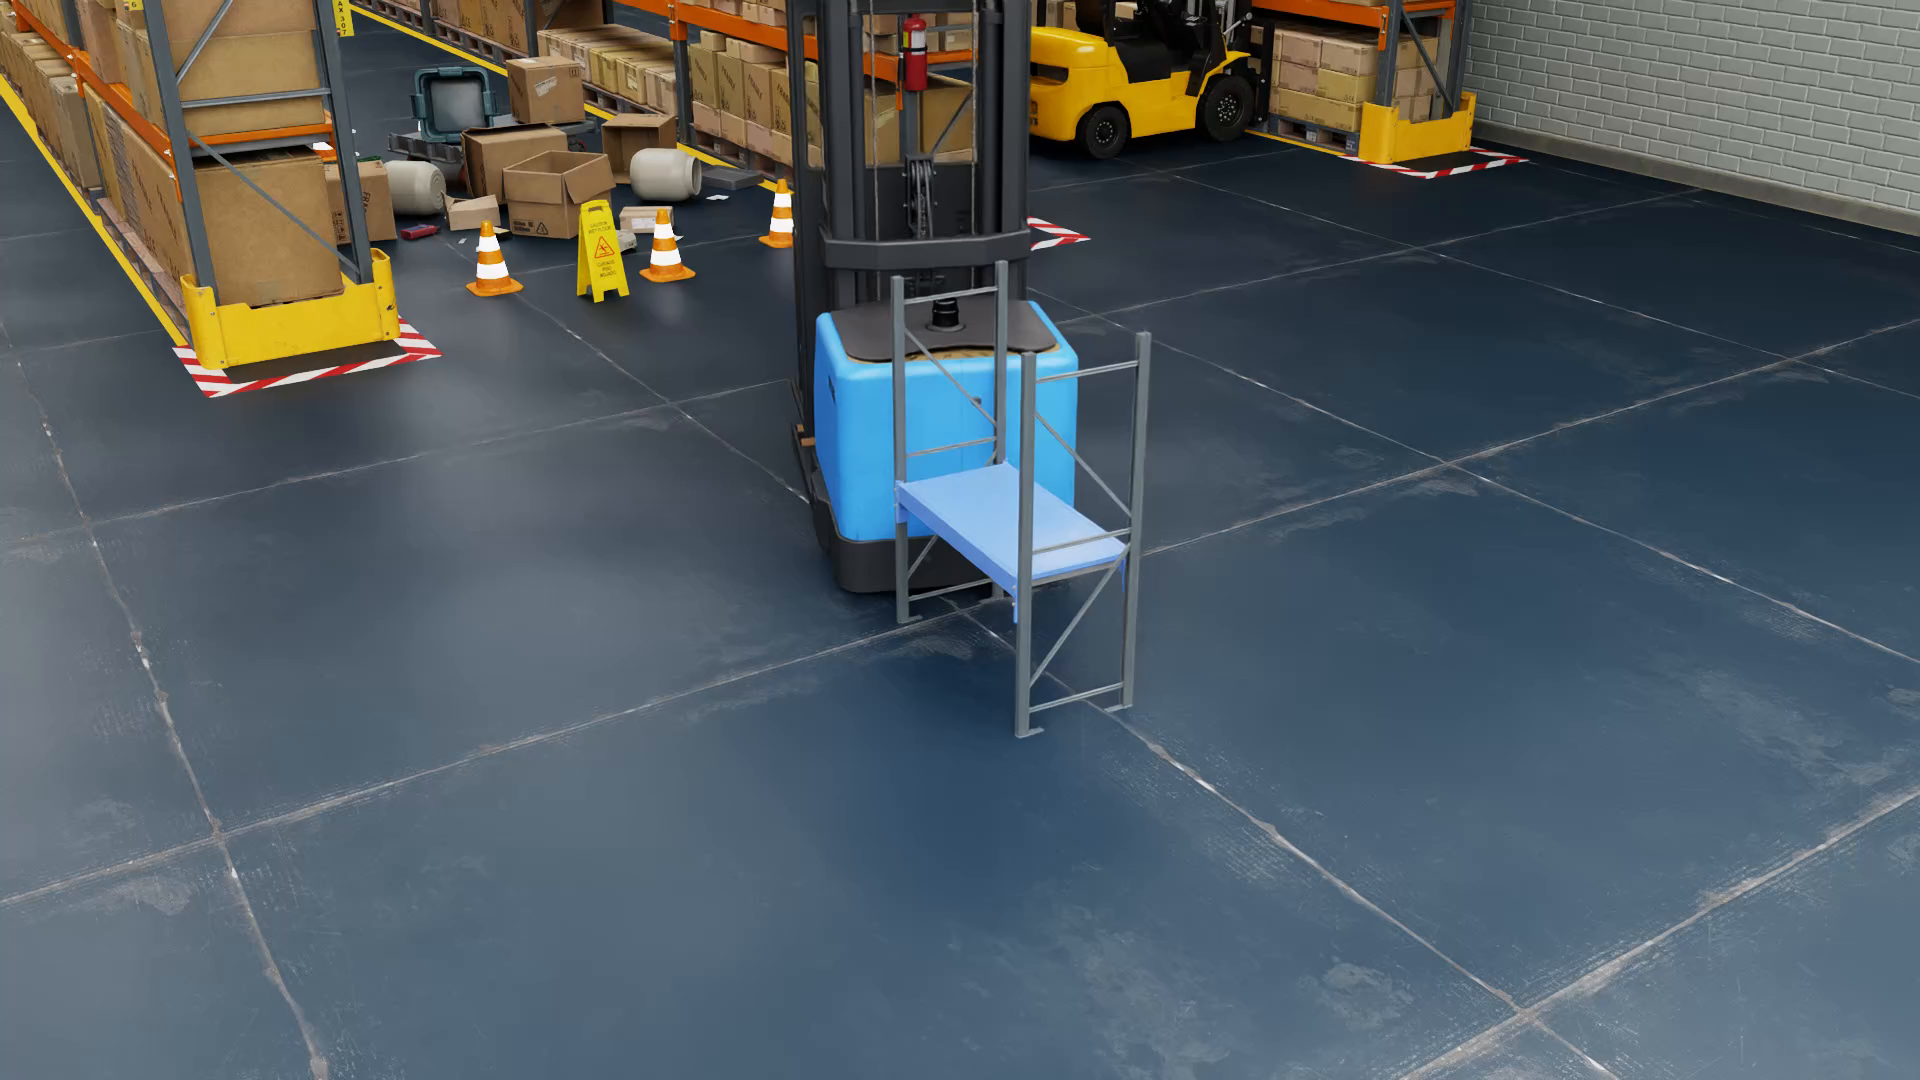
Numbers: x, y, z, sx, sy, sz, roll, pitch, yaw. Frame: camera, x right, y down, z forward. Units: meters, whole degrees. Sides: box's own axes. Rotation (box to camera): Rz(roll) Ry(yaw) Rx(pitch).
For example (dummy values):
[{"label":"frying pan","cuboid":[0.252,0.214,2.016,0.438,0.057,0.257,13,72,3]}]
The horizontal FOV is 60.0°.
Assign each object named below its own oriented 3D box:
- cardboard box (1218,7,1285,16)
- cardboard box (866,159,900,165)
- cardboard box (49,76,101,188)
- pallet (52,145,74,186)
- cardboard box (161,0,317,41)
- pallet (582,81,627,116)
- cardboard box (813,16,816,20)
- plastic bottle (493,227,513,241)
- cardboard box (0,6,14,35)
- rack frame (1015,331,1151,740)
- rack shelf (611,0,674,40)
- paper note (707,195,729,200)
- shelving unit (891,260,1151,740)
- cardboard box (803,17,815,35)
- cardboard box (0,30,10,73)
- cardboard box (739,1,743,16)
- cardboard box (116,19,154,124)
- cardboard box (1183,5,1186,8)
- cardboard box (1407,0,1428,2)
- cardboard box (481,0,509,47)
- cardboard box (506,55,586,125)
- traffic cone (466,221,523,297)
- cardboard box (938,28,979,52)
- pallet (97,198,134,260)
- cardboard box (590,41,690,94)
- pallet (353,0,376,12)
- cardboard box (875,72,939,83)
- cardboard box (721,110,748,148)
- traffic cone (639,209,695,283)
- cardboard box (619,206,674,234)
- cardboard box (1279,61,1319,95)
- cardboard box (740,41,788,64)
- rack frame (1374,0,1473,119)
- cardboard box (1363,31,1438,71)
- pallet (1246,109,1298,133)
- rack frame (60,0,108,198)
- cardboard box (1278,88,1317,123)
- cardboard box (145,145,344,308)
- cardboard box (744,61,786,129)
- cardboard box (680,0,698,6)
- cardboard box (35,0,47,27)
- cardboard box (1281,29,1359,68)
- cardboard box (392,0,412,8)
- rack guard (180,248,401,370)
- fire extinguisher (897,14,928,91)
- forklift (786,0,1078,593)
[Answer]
[{"label":"cardboard box","cuboid":[2.957,-5.248,16.912,0.500,0.250,0.500,-15,29,-29]},{"label":"cardboard box","cuboid":[-0.680,-2.935,13.183,0.500,0.250,0.500,-16,29,-30]},{"label":"cardboard box","cuboid":[-6.691,-3.368,13.515,1.050,0.750,0.750,-16,29,-30]},{"label":"pallet","cuboid":[-7.431,-3.429,14.766,1.003,0.211,1.213,-16,29,-30]},{"label":"cardboard box","cuboid":[-4.263,-3.262,9.705,0.875,0.550,0.550,-16,29,-30]},{"label":"pallet","cuboid":[-3.280,-4.638,17.328,1.003,0.211,1.213,-16,29,-30]},{"label":"cardboard box","cuboid":[-0.797,-4.244,12.760,0.500,0.500,0.500,-15,29,-29]},{"label":"plastic bottle","cuboid":[-3.534,-2.325,12.604,0.283,0.061,0.133,18,31,33]},{"label":"cardboard box","cuboid":[-9.602,-5.371,17.172,0.500,0.250,0.500,-15,29,-28]},{"label":"rack frame","cuboid":[0.433,0.009,5.974,0.500,1.500,0.032,-13,28,-25]},{"label":"rack shelf","cuboid":[-3.276,-5.574,16.887,1.077,0.370,4.000,-16,29,-30]},{"label":"paper note","cuboid":[-1.994,-2.830,13.709,0.148,0.019,0.142,18,31,33]},{"label":"shelving unit","cuboid":[0.197,-0.183,6.381,0.538,1.500,1.048,-13,28,-25]},{"label":"cardboard box","cuboid":[-1.141,-4.165,13.354,0.380,0.149,0.250,-16,30,-30]},{"label":"cardboard box","cuboid":[-10.172,-5.401,18.113,0.500,0.500,0.500,-14,29,-27]},{"label":"cardboard box","cuboid":[-1.651,-4.533,14.132,0.380,0.149,0.250,-16,29,-30]},{"label":"cardboard box","cuboid":[-4.652,-2.946,10.300,0.875,0.550,0.550,-16,29,-30]},{"label":"cardboard box","cuboid":[2.245,-5.310,17.042,0.500,0.250,0.500,-15,29,-29]},{"label":"cardboard box","cuboid":[4.119,-5.199,15.132,0.500,0.500,0.500,-14,29,-28]},{"label":"cardboard box","cuboid":[-5.159,-6.431,19.855,0.875,0.875,0.875,-15,29,-29]},{"label":"cardboard box","cuboid":[-3.659,-3.971,14.689,0.500,0.500,0.500,-16,29,-30]},{"label":"traffic cone","cuboid":[-3.193,-1.938,11.313,0.336,0.463,0.334,-16,29,-30]},{"label":"cardboard box","cuboid":[-0.013,-3.810,12.601,0.380,0.149,0.250,-15,29,-29]},{"label":"pallet","cuboid":[-5.927,-2.444,12.679,1.003,0.211,1.213,-16,29,-30]},{"label":"cardboard box","cuboid":[-3.249,-4.878,17.155,0.950,0.372,0.625,-14,29,-28]},{"label":"pallet","cuboid":[-8.233,-7.948,24.339,1.003,0.211,1.213,-16,29,-30]},{"label":"cardboard box","cuboid":[-0.512,-3.587,13.685,0.500,0.500,0.500,-17,30,-31]},{"label":"cardboard box","cuboid":[-1.787,-3.669,14.737,0.500,0.250,0.500,-14,29,-27]},{"label":"traffic cone","cuboid":[-2.060,-2.079,11.613,0.336,0.463,0.334,-16,29,-30]},{"label":"cardboard box","cuboid":[-2.408,-2.462,12.792,0.380,0.149,0.250,-1,25,-3]},{"label":"cardboard box","cuboid":[3.364,-4.368,15.631,0.500,0.250,0.500,-16,30,-30]},{"label":"cardboard box","cuboid":[-1.639,-4.152,14.122,0.380,0.149,0.250,-14,29,-27]},{"label":"rack frame","cuboid":[4.156,-4.912,14.641,1.000,3.000,0.127,-16,29,-30]},{"label":"cardboard box","cuboid":[4.052,-4.526,15.383,0.500,0.250,0.500,-16,30,-30]},{"label":"pallet","cuboid":[3.042,-4.351,16.718,1.003,0.211,1.213,-16,29,-30]},{"label":"rack frame","cuboid":[-6.276,-3.995,12.698,1.000,3.000,0.127,-16,29,-30]},{"label":"cardboard box","cuboid":[3.372,-4.133,15.720,0.500,0.250,0.500,-16,29,-30]},{"label":"cardboard box","cuboid":[-4.518,-2.020,10.513,0.875,0.875,0.875,-15,29,-29]},{"label":"cardboard box","cuboid":[-1.505,-3.822,14.182,0.500,0.500,0.500,-14,29,-27]},{"label":"cardboard box","cuboid":[-2.281,-4.883,14.875,0.380,0.149,0.250,-16,29,-30]},{"label":"cardboard box","cuboid":[-7.337,-4.526,13.706,0.500,0.500,0.500,-15,29,-29]},{"label":"cardboard box","cuboid":[3.360,-4.584,15.504,0.500,0.250,0.500,-15,29,-29]},{"label":"cardboard box","cuboid":[-7.293,-7.647,22.944,0.875,0.438,0.875,-17,30,-31]},{"label":"rack guard","cuboid":[-4.080,-1.425,10.183,1.175,0.500,0.348,-16,29,-30]},{"label":"fire extinguisher","cuboid":[-0.324,-3.570,11.890,0.296,0.674,0.183,-16,29,-30]},{"label":"forklift","cuboid":[-0.271,-1.703,7.925,1.130,2.935,3.031,-5,26,-10]}]
